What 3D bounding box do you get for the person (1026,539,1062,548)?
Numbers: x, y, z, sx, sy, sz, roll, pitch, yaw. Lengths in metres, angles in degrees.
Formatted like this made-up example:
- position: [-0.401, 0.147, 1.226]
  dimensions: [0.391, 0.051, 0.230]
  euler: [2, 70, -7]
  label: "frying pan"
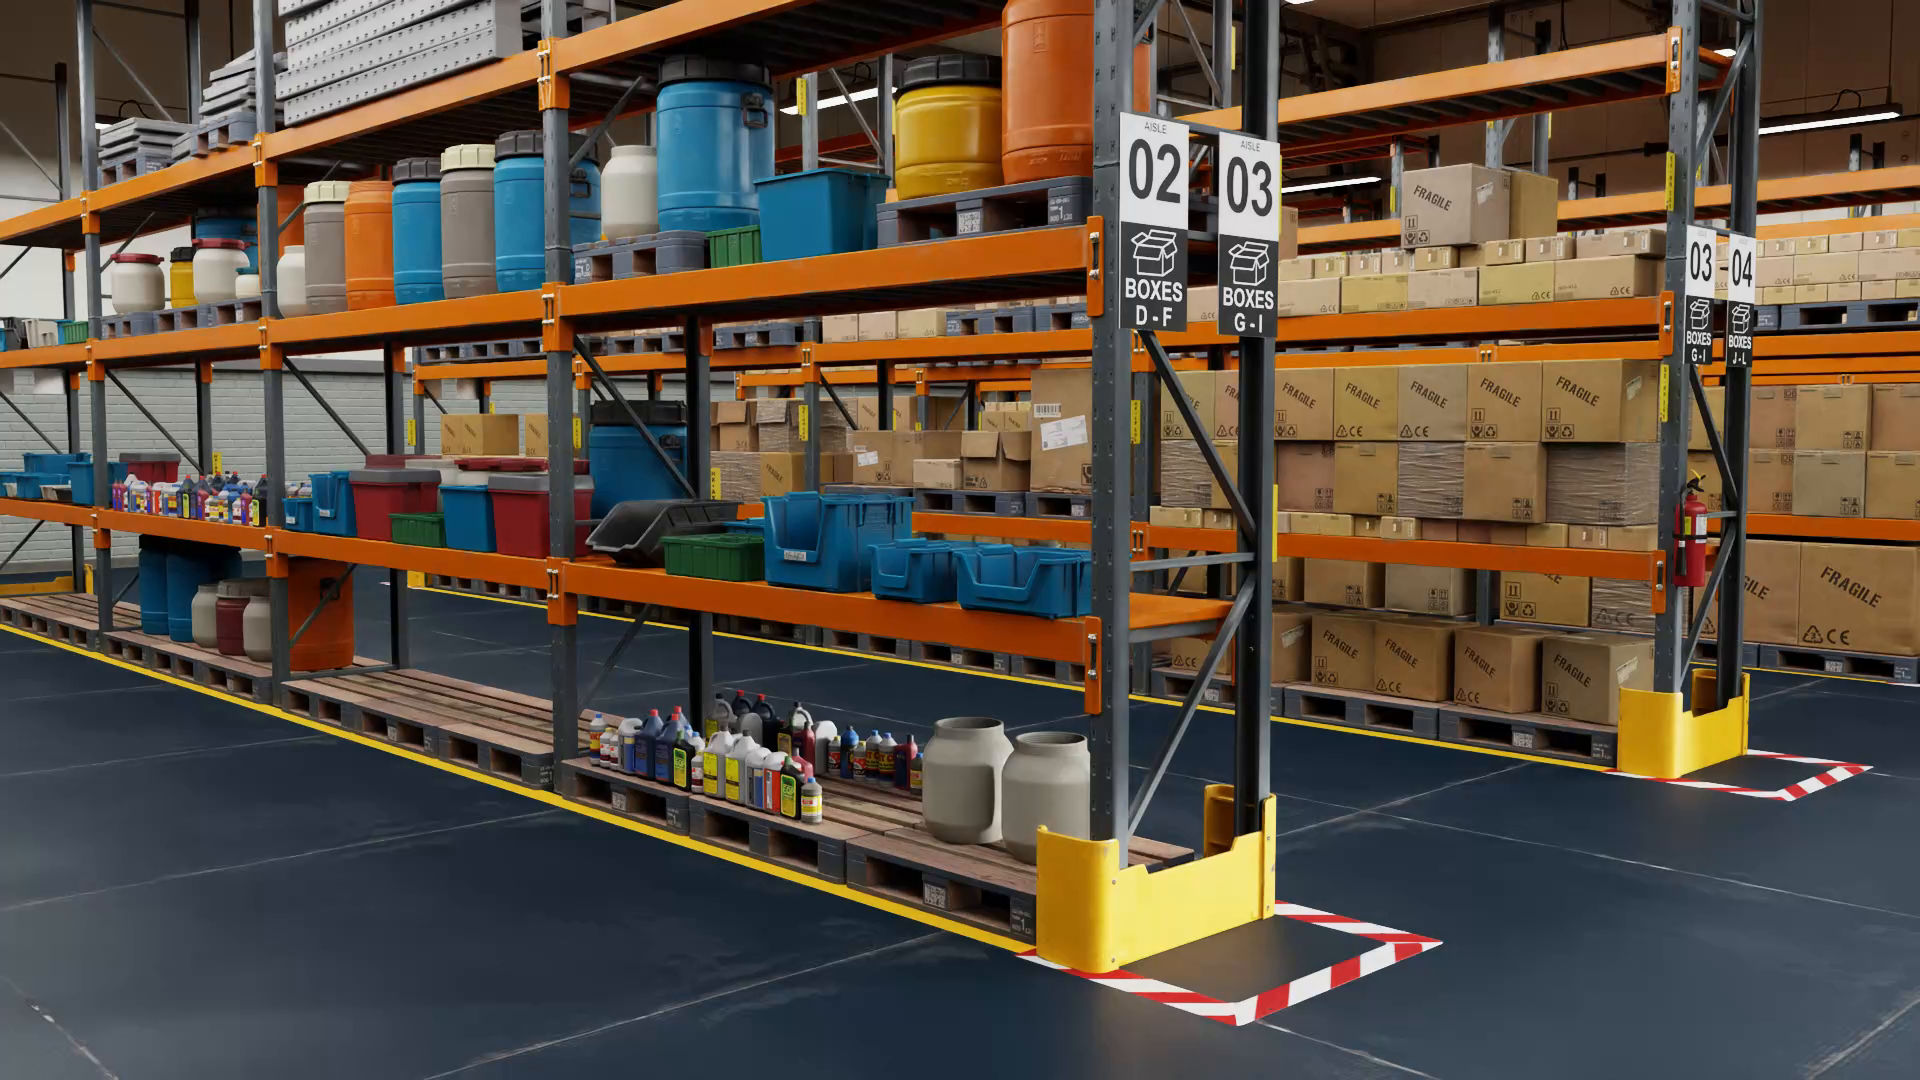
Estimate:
- position: [1.002, -0.097, 18.303]
  dimensions: [0.961, 1.715, 0.565]
  euler: [0, 4, -3]
  label: "person"
